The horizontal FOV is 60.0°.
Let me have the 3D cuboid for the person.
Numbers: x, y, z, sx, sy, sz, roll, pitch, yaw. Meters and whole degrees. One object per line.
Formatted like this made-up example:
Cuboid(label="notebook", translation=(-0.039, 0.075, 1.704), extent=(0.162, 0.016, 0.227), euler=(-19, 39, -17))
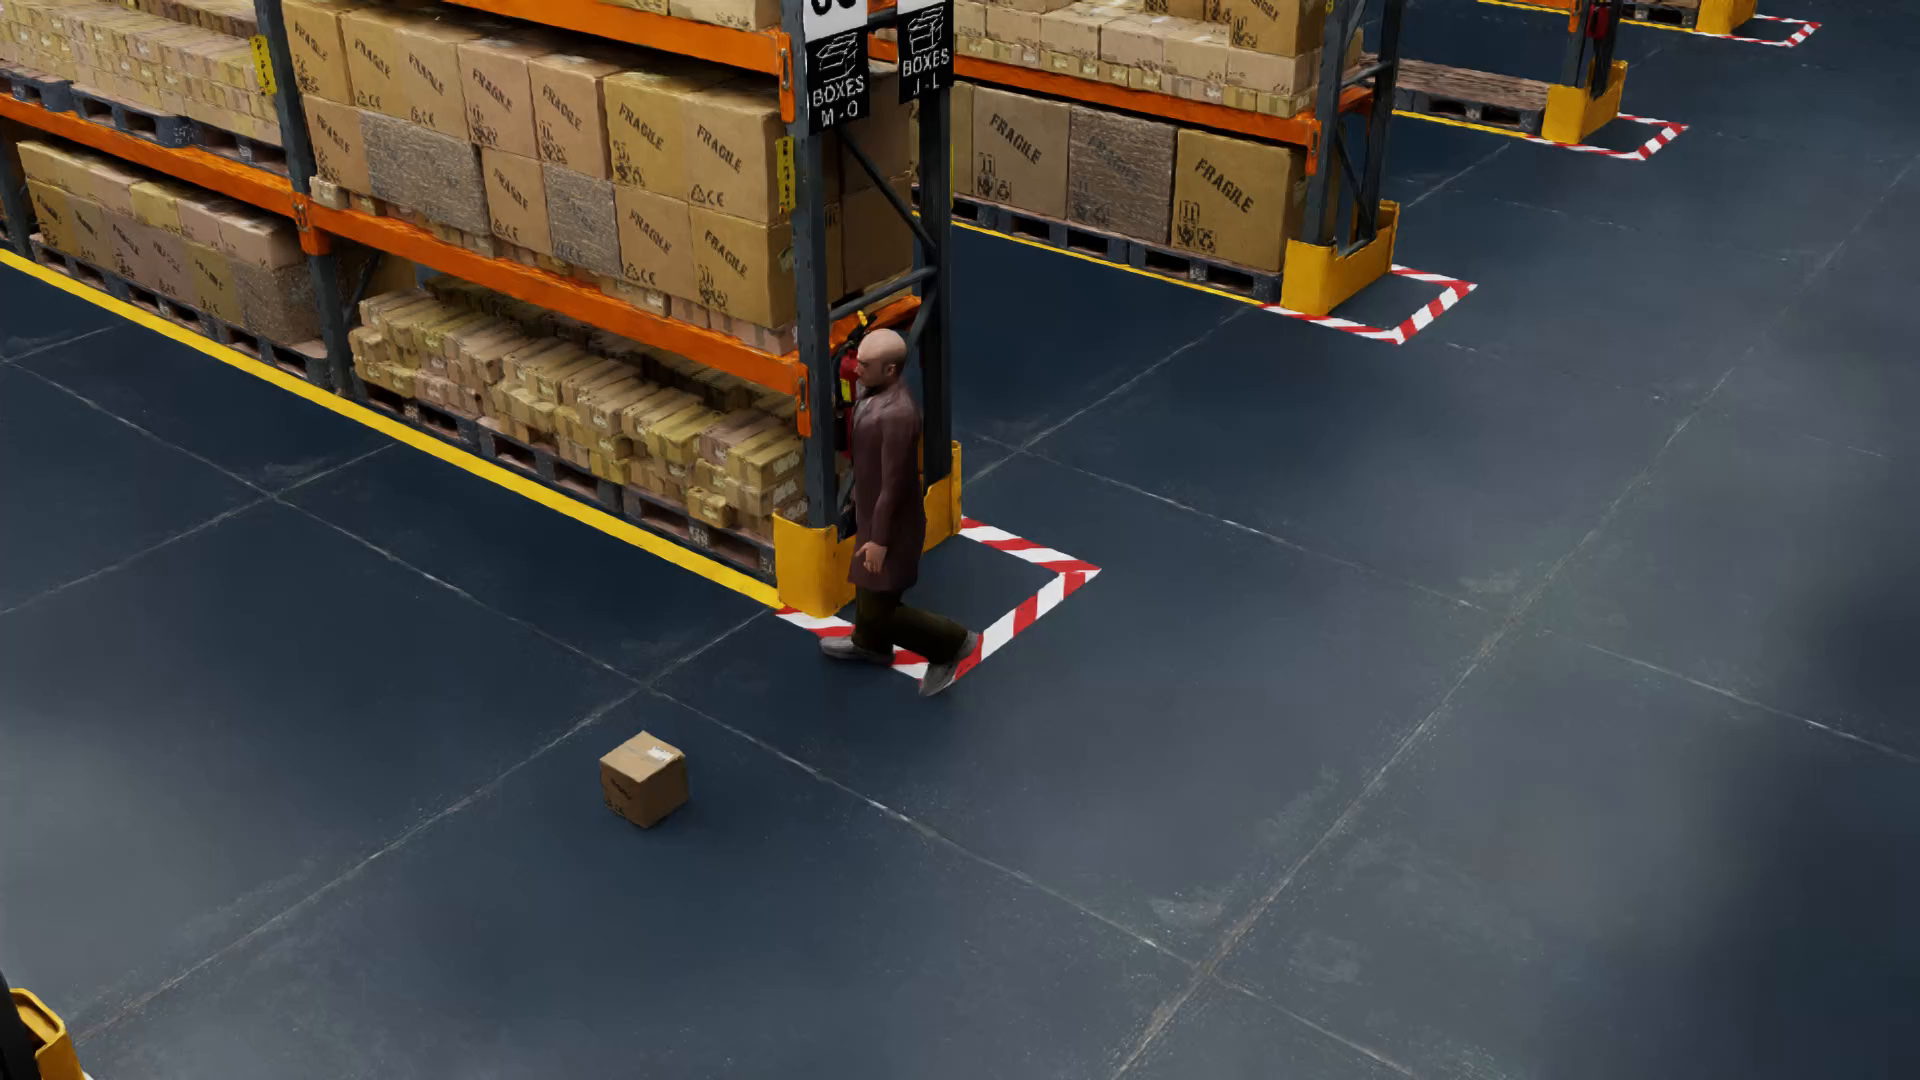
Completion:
Cuboid(label="person", translation=(-0.277, -0.110, 7.293), extent=(0.678, 1.771, 0.700), euler=(-6, 31, -10))
